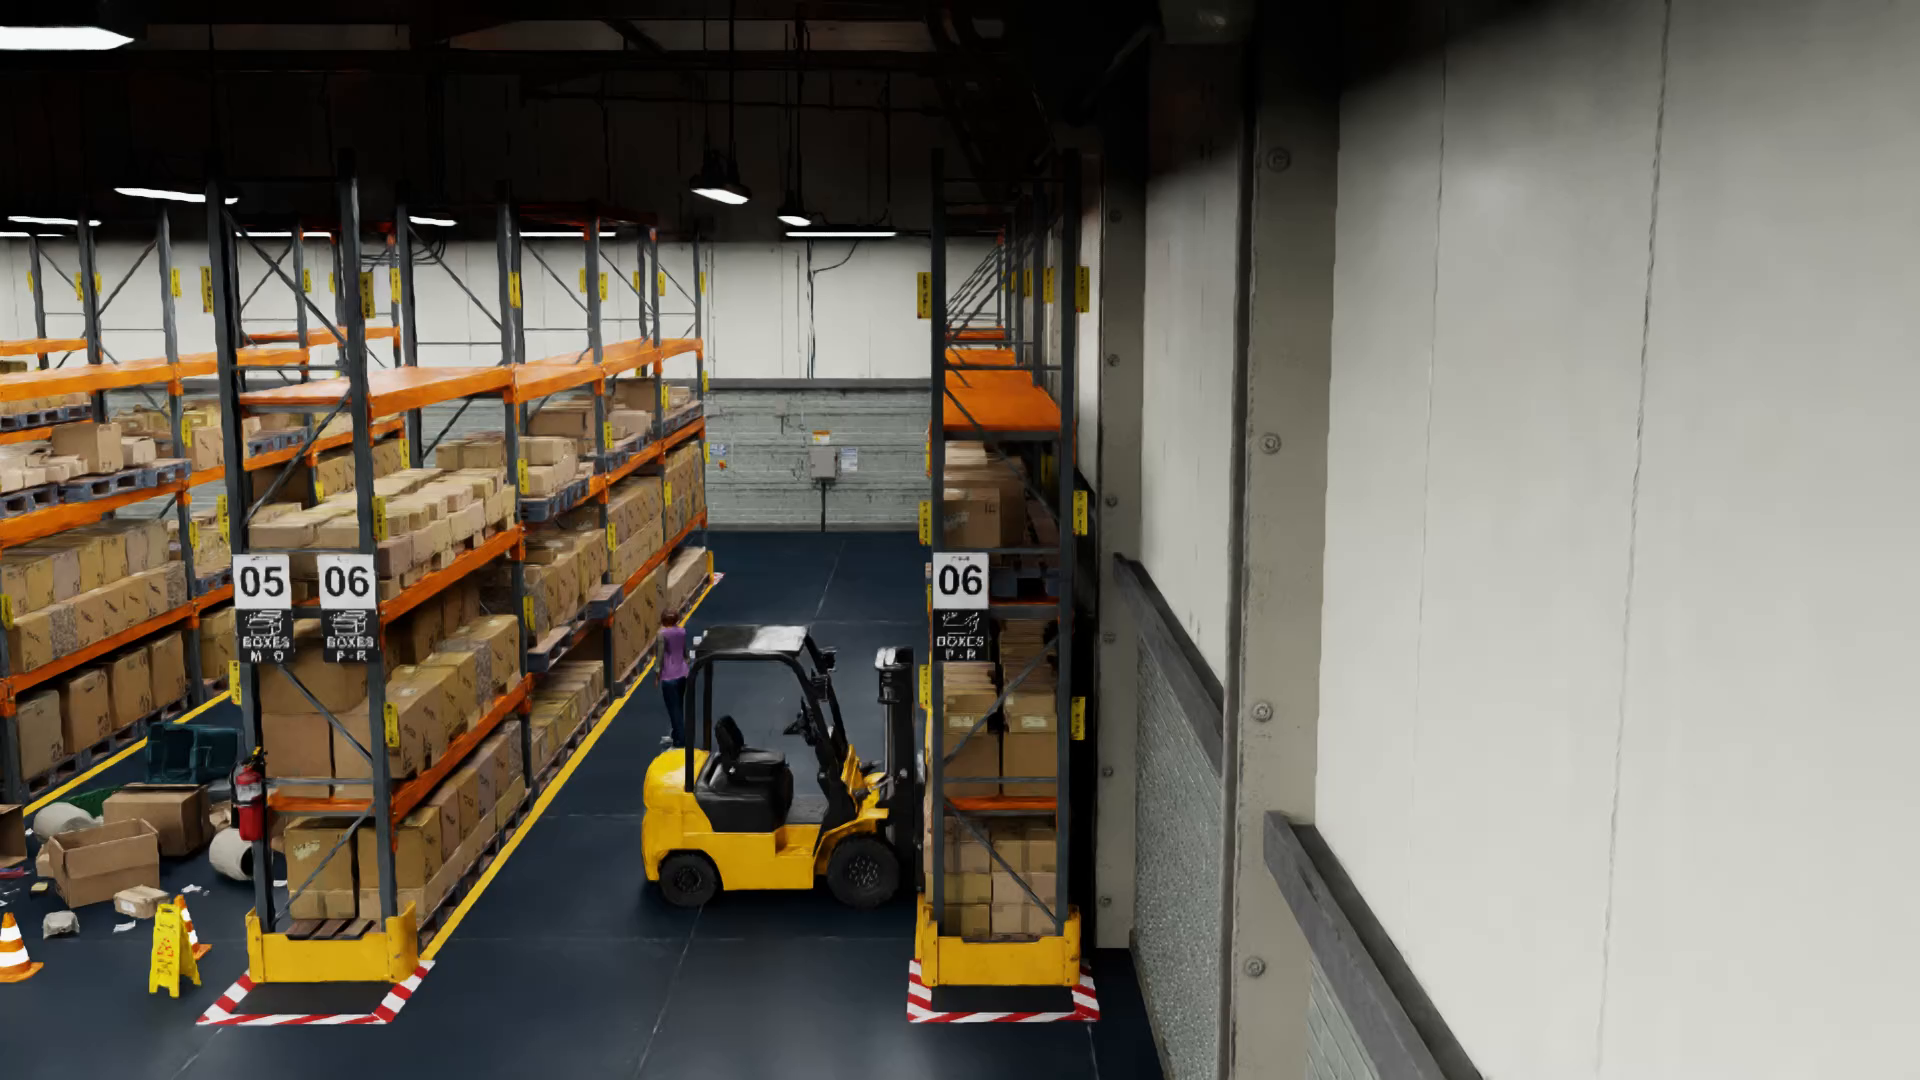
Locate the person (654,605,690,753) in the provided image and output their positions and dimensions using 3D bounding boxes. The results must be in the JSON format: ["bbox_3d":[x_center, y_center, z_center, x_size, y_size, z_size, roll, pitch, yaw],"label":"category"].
[{"bbox_3d":[-3.131,1.496,18.050,0.527,1.592,0.523,6,11,32],"label":"person"}]
